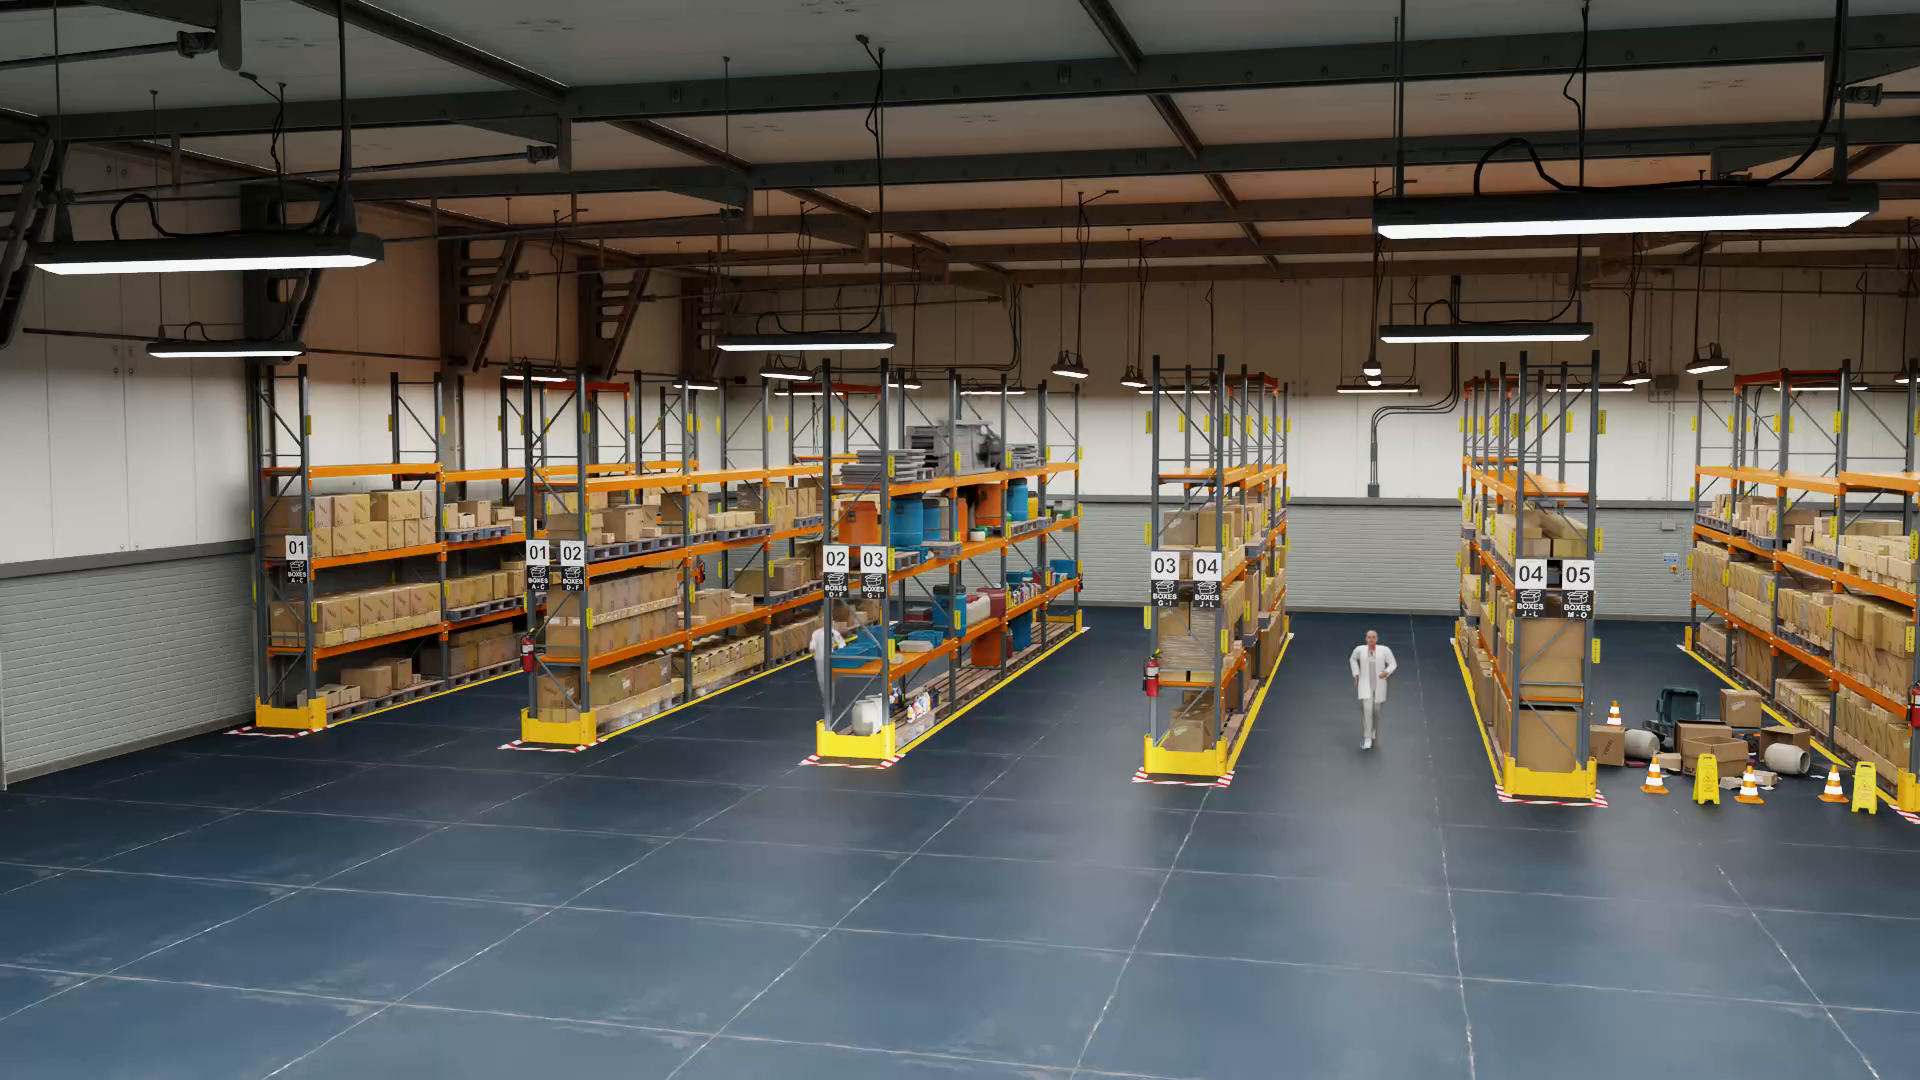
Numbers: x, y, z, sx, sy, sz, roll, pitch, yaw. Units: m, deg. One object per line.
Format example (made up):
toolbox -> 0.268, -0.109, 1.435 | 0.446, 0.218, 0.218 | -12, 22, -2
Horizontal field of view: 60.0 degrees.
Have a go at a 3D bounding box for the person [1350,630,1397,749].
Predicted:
person -> 6.467, 2.298, 26.040 | 0.703, 1.795, 0.981 | 1, 4, 10

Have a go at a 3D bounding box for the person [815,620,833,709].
person -> -2.357, 2.151, 29.031 | 0.358, 1.660, 0.558 | 1, 4, 9
